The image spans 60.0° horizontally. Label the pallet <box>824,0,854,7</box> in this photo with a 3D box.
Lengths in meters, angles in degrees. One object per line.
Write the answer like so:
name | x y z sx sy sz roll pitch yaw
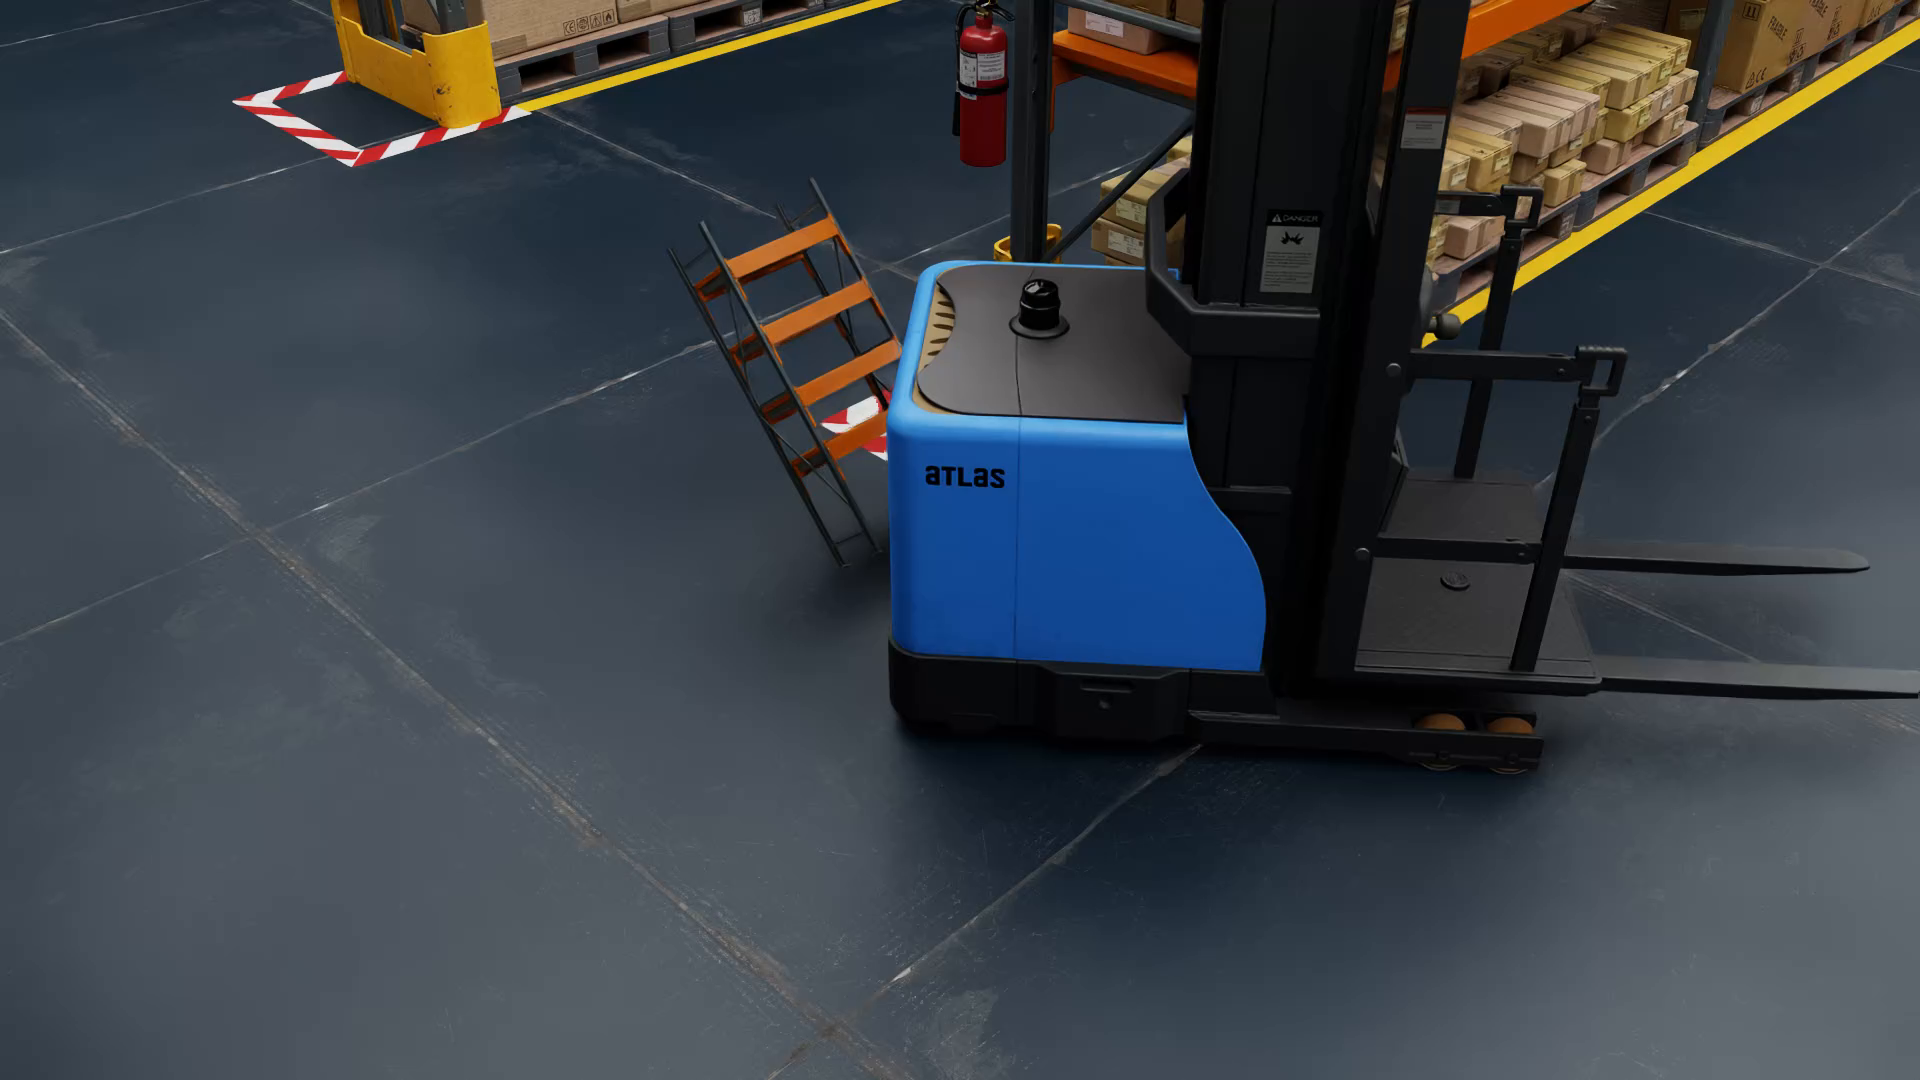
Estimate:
pallet | -0.768 -3.934 11.207 1.003 0.211 1.213 30 45 35

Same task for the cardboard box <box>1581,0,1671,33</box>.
cardboard box | 3.750 -2.950 9.176 0.500 0.500 0.500 29 44 35

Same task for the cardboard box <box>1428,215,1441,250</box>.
cardboard box | 1.741 -1.296 6.851 0.250 0.149 0.380 -28 44 -34

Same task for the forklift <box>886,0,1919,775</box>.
forklift | 1.336 -0.846 4.401 3.031 2.935 1.130 3 35 4

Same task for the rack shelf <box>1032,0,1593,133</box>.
rack shelf | 1.998 -2.294 7.047 1.077 0.370 4.000 30 45 35

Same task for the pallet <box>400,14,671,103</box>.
pallet | -2.487 -2.944 9.787 1.003 0.211 1.213 30 45 35

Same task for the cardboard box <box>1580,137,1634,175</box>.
cardboard box | 2.990 -1.903 7.981 0.380 0.149 0.250 28 44 34

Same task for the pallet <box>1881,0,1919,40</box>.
pallet | 5.674 -3.565 10.677 1.003 0.211 1.213 30 45 35

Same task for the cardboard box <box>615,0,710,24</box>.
cardboard box | -1.962 -3.536 10.071 0.875 0.438 0.875 -29 44 -34

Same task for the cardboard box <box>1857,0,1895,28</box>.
cardboard box | 5.218 -3.369 9.777 0.500 0.500 0.500 27 43 33

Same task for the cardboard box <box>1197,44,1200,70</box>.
cardboard box | 1.050 -1.674 5.748 0.380 0.149 0.250 29 44 35

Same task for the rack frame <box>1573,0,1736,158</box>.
rack frame | 3.407 -3.401 8.005 1.000 3.000 0.127 30 45 35

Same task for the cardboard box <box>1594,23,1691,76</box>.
cardboard box | 3.341 -2.399 8.173 0.250 0.149 0.380 -29 44 -34

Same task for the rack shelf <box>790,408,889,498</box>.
rack shelf | -0.321 -0.326 5.604 0.480 0.148 0.258 -33 7 -39

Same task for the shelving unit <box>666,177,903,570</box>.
shelving unit | -0.446 -0.559 5.578 0.503 1.200 0.258 -33 7 -39

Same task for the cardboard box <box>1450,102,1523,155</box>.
cardboard box | 2.222 -1.783 7.290 0.380 0.149 0.250 30 45 35

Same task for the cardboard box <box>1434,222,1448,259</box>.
cardboard box | 1.852 -1.309 7.129 0.380 0.149 0.250 30 45 35

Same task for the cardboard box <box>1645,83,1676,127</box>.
cardboard box | 3.229 -2.155 8.083 0.380 0.149 0.250 27 43 33

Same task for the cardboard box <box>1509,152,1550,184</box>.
cardboard box | 2.438 -1.765 7.524 0.380 0.149 0.250 27 43 33

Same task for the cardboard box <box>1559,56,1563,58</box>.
cardboard box | 2.925 -2.508 8.589 0.250 0.149 0.380 -28 43 -34

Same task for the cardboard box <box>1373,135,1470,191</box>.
cardboard box | 1.895 -1.554 6.961 0.250 0.149 0.380 -28 44 -34

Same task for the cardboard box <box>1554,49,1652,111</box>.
cardboard box | 3.019 -2.175 7.852 0.380 0.149 0.250 29 44 35

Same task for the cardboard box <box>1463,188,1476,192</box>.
cardboard box | 2.022 -1.568 7.242 0.250 0.149 0.380 -27 43 -33

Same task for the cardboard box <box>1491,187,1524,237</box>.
cardboard box | 2.266 -1.498 7.400 0.380 0.149 0.250 30 45 35

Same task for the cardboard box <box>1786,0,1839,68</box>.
cardboard box | 4.488 -2.957 9.186 0.500 0.500 0.500 -28 43 -34

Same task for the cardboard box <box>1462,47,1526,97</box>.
cardboard box | 2.471 -2.266 7.983 0.380 0.149 0.250 28 44 34

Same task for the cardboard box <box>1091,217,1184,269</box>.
cardboard box | 0.759 -1.232 6.759 0.380 0.149 0.250 28 44 34

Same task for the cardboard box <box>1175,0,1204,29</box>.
cardboard box | 1.102 -2.012 5.665 0.500 0.500 0.500 -28 43 -34

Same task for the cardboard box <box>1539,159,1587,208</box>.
cardboard box | 2.644 -1.688 7.673 0.380 0.149 0.250 29 44 35

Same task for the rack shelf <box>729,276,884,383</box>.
rack shelf | -0.520 -0.696 5.562 0.480 0.148 0.258 -33 7 -39

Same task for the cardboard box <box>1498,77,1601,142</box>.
cardboard box | 2.656 -1.954 7.535 0.380 0.149 0.250 27 43 33

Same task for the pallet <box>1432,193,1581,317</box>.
pallet | 2.100 -1.473 7.678 1.003 0.211 1.213 30 45 35

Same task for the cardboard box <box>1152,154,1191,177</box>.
cardboard box | 1.000 -1.420 6.769 0.250 0.149 0.380 -29 44 -35

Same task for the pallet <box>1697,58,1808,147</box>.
pallet | 3.955 -2.574 9.257 1.003 0.211 1.213 30 45 35

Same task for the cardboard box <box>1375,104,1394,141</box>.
cardboard box | 1.734 -1.850 7.386 0.380 0.149 0.250 28 44 34

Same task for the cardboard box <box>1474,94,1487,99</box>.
cardboard box | 2.472 -2.147 8.072 0.380 0.149 0.250 27 43 33

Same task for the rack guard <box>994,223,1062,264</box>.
rack guard | 0.643 -0.783 6.436 1.175 0.500 0.348 30 45 35

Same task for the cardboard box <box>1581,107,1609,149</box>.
cardboard box | 2.807 -1.977 7.828 0.250 0.149 0.380 -29 44 -35

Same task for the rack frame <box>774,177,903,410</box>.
rack frame | -0.286 -0.662 5.730 0.015 1.200 0.240 -33 7 -39

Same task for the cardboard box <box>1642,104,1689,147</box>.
cardboard box | 3.373 -2.108 8.275 0.250 0.149 0.380 -29 44 -35

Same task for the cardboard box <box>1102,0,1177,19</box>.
cardboard box | 0.723 -2.227 5.973 0.500 0.500 0.500 -29 44 -35

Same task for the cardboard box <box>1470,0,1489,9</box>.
cardboard box | 1.915 -2.231 6.546 0.380 0.149 0.250 29 44 34

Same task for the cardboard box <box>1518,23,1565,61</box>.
cardboard box | 2.782 -2.504 8.323 0.250 0.149 0.380 -28 43 -34

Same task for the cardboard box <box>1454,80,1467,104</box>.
cardboard box | 2.100 -2.052 7.675 0.380 0.149 0.250 28 43 34
